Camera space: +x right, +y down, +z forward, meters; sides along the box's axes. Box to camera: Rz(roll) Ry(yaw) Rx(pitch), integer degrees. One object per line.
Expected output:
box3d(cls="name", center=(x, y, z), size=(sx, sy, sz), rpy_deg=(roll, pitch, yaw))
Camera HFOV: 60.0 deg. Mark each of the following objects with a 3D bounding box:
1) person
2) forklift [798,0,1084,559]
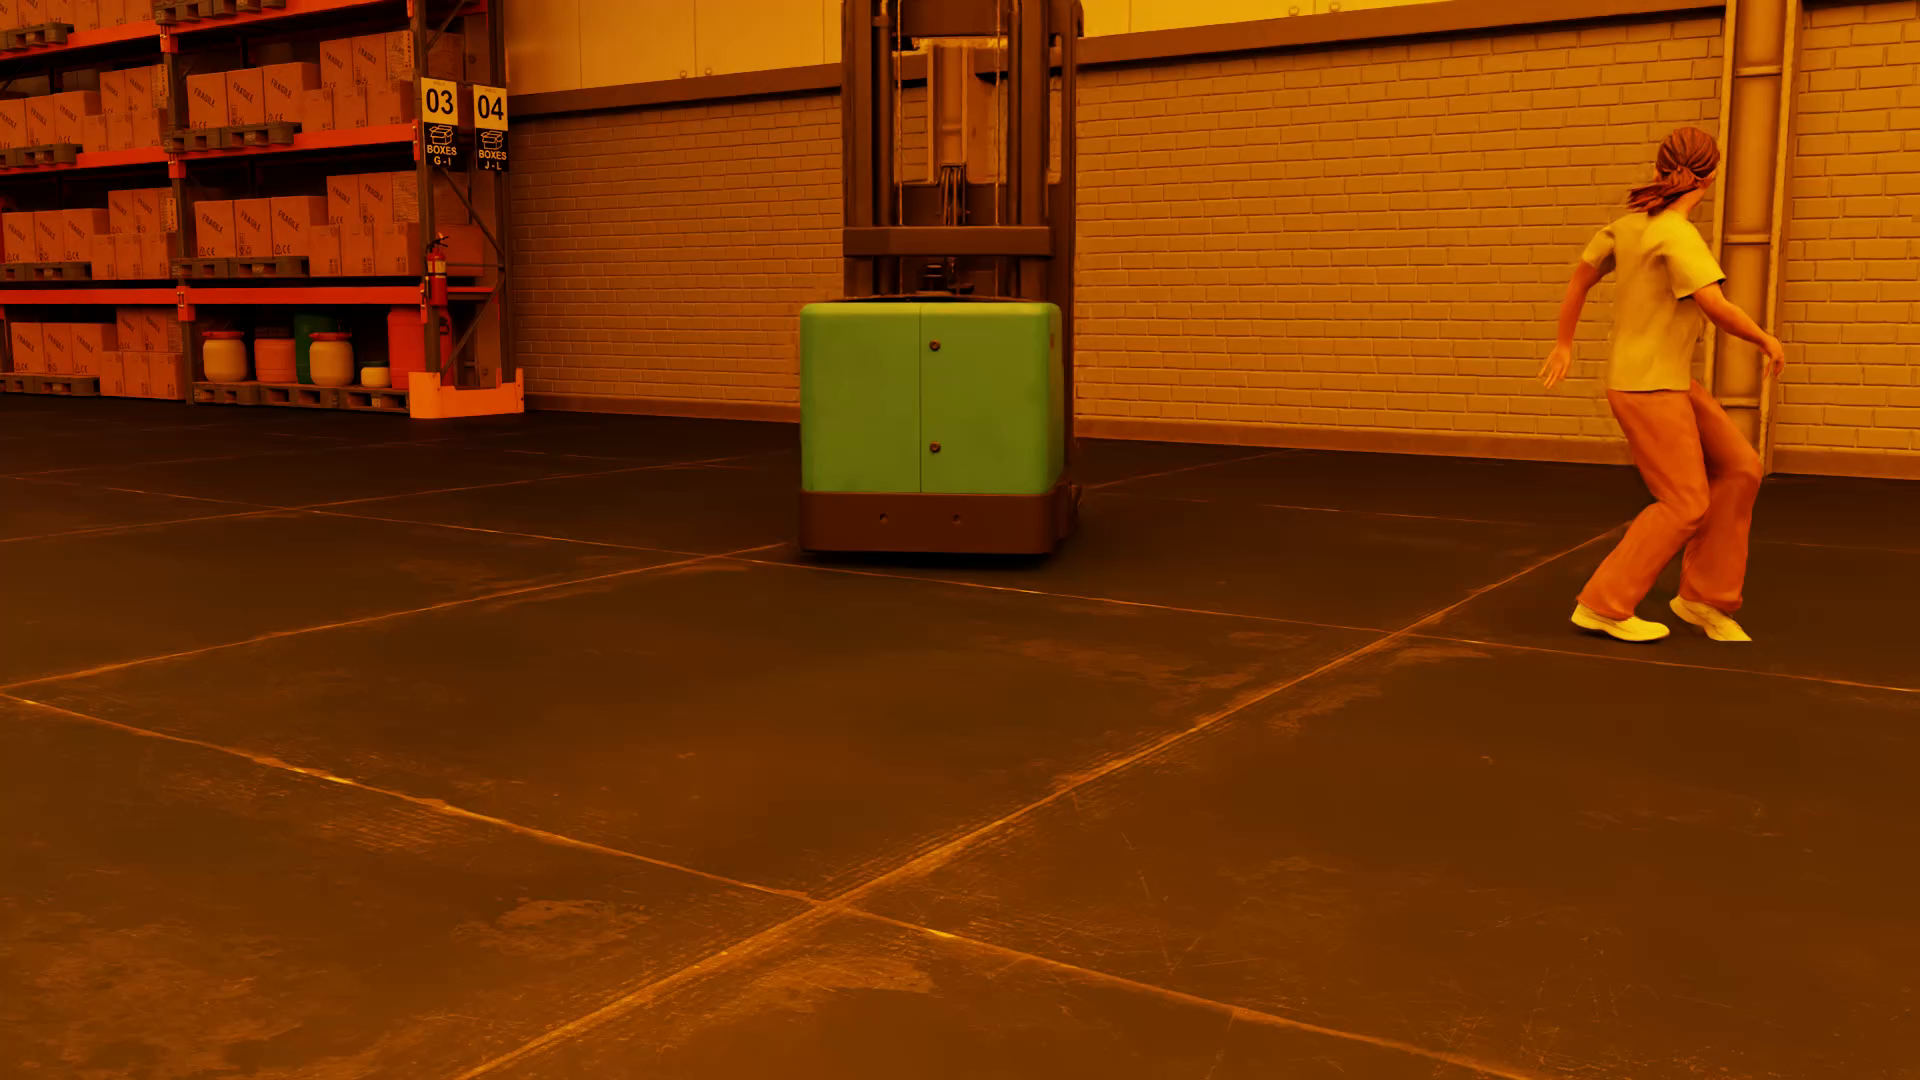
box3d(cls="person", center=(2.209, -0.457, 5.283), size=(0.722, 1.668, 0.545), rpy_deg=(3, 9, 20))
box3d(cls="forklift", center=(0.025, -1.541, 8.028), size=(1.130, 2.935, 3.031), rpy_deg=(1, 8, 7))
